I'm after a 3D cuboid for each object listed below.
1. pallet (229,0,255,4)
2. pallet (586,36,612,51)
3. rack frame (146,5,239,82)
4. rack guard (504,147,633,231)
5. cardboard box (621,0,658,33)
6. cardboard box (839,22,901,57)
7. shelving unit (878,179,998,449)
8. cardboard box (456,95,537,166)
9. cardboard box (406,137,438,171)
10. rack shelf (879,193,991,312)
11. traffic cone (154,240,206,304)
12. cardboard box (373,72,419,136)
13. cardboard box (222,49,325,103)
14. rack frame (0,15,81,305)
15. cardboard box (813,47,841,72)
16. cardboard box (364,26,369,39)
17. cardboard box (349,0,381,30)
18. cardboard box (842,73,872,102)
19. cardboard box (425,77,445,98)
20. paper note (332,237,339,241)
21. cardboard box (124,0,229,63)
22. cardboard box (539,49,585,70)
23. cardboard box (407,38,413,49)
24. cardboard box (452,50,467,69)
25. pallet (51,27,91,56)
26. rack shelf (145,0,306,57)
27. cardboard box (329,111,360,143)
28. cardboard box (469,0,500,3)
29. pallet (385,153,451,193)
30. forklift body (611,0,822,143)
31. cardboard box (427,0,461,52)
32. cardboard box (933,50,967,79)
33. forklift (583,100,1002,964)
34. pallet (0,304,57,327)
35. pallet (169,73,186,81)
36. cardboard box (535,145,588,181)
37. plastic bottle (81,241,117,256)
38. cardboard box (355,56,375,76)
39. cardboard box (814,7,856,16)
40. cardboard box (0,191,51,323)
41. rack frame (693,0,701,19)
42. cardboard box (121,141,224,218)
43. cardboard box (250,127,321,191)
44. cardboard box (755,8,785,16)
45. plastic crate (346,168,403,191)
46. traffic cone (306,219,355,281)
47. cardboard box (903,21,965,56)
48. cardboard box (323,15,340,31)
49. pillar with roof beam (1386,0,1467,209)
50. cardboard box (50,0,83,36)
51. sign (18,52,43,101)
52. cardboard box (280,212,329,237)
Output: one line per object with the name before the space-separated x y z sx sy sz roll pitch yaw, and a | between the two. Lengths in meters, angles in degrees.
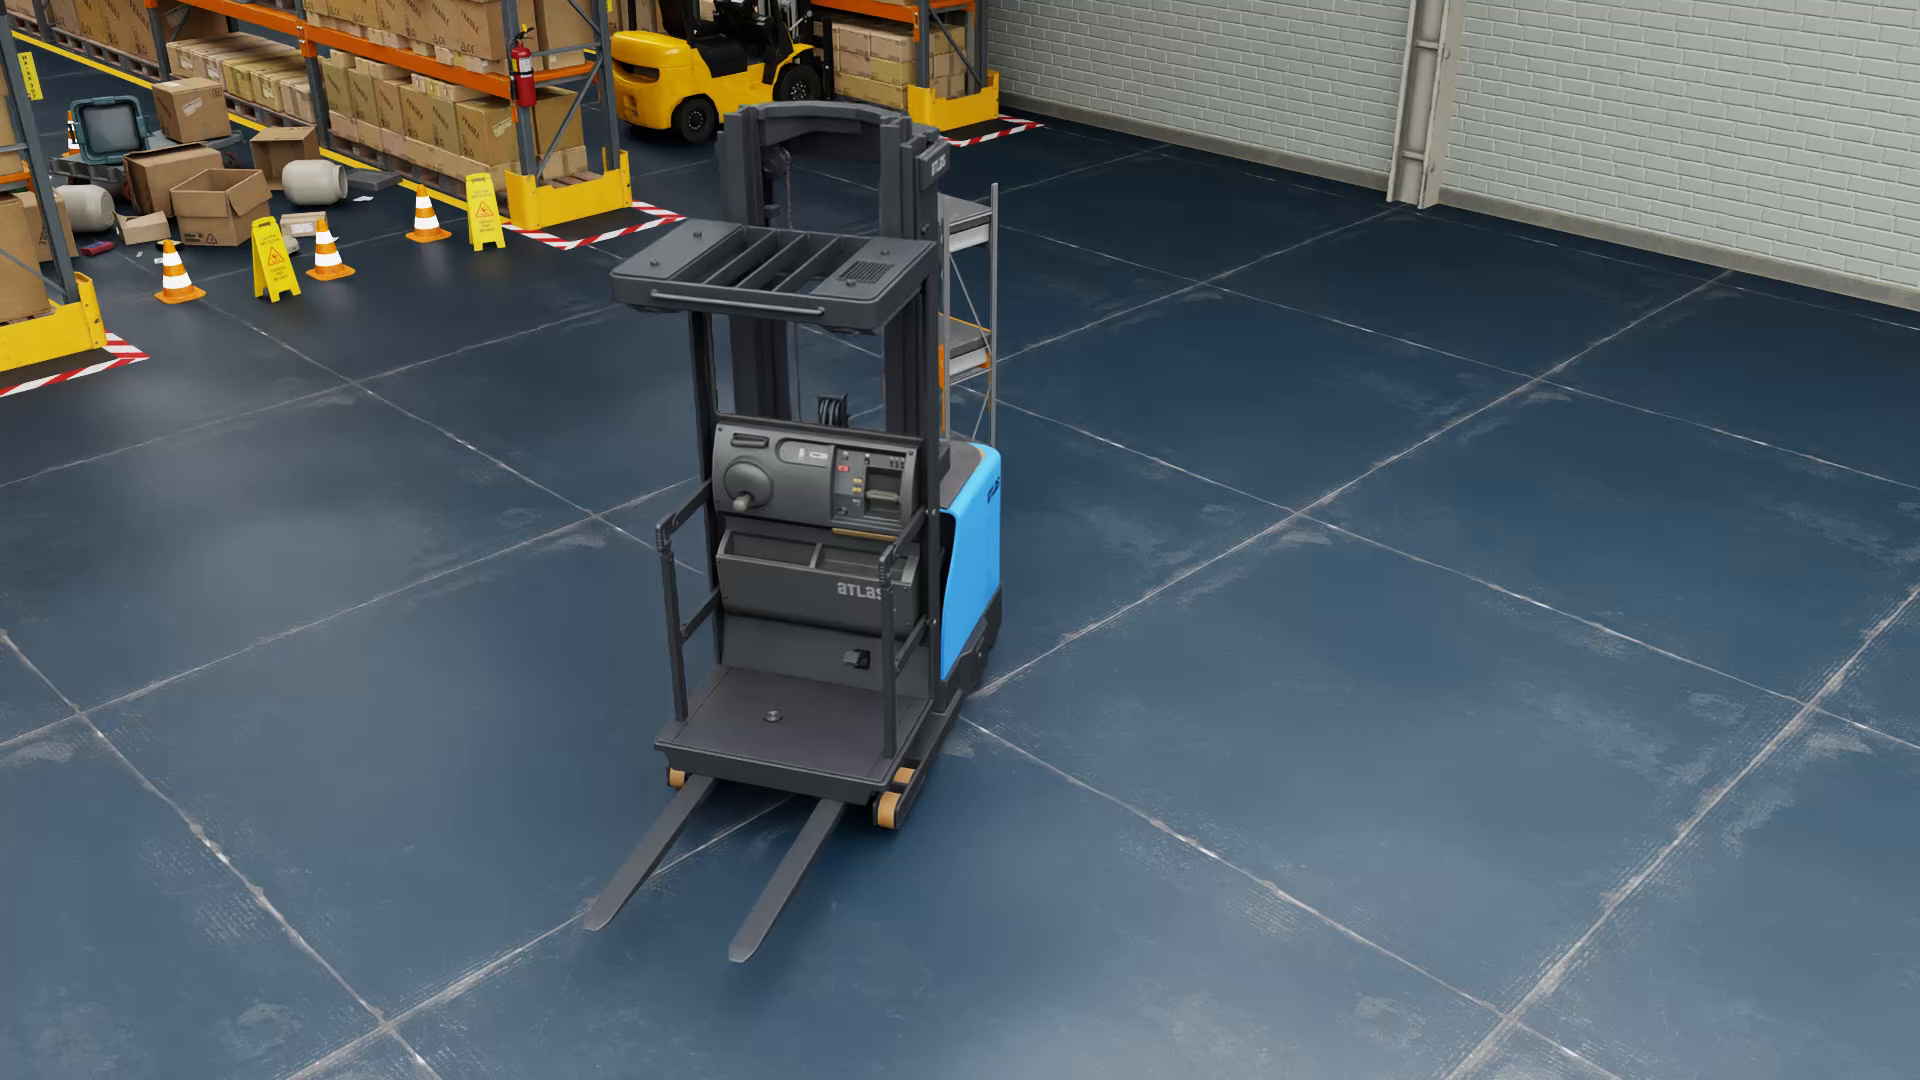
pallet | -7.827 -6.241 18.602 1.213 0.211 1.003 25 36 38
pallet | -4.365 -6.693 22.252 1.213 0.211 1.003 25 36 38
rack frame | -9.267 -6.958 19.760 0.127 3.000 1.000 25 36 38
rack guard | -3.617 -3.266 15.425 0.348 0.500 1.175 25 36 38
cardboard box | -3.866 -6.859 21.671 0.625 0.625 0.875 24 36 38
cardboard box | -1.001 -5.619 18.642 0.500 0.250 0.500 -25 36 -38
shelving unit | -0.118 -0.983 9.364 0.503 2.100 0.431 25 36 38
cardboard box | -4.317 -3.824 15.496 0.500 0.500 0.500 25 37 39
cardboard box | -5.069 -3.832 16.318 0.500 0.250 0.500 23 35 37
rack shelf | -0.118 -1.591 9.045 0.480 0.518 0.431 25 36 38
traffic cone | -6.344 -2.194 13.425 0.334 0.463 0.336 25 36 38
cardboard box | -5.425 -4.331 16.462 0.500 0.500 0.500 -23 35 -37
cardboard box | -7.803 -5.306 18.990 0.950 0.372 0.625 -24 36 -38
rack frame | -6.961 -2.672 11.609 0.127 3.000 1.000 25 36 38
cardboard box | -1.385 -5.570 19.087 0.500 0.250 0.500 24 36 37
cardboard box | -5.624 -5.022 16.348 0.250 0.149 0.380 24 36 38
cardboard box | -5.574 -5.269 16.120 0.500 0.500 0.500 24 36 38
cardboard box | -0.990 -5.179 18.880 0.500 0.250 0.500 25 36 38
cardboard box | -4.803 -4.291 15.689 0.380 0.149 0.250 -25 36 -38
paper note | -5.632 -2.682 14.817 0.142 0.019 0.148 12 30 22
cardboard box | -9.702 -6.457 20.638 0.875 0.875 0.875 24 36 38
cardboard box | -3.660 -4.416 15.196 0.250 0.149 0.380 25 37 39
cardboard box | -5.056 -4.793 15.912 0.250 0.149 0.380 25 36 38
cardboard box | -4.406 -4.424 15.211 0.250 0.149 0.380 24 36 38
pallet | -11.517 -6.802 22.460 1.213 0.211 1.003 25 36 38
rack shelf | -7.841 -5.987 18.687 4.000 0.370 1.077 25 36 38
cardboard box | -6.184 -4.340 17.284 0.500 0.250 0.500 23 35 36
cardboard box | -4.080 -5.061 14.650 0.500 0.500 0.700 24 36 37
pallet | -5.037 -3.813 16.775 1.213 0.211 1.003 25 36 38
forklift body | -2.717 -5.634 18.154 1.214 2.155 2.313 25 36 38
cardboard box | -4.497 -4.774 15.180 0.500 0.500 0.500 25 36 38
cardboard box | -0.275 -5.409 18.780 0.500 0.250 0.500 -25 36 -38
forklift | -0.697 -0.230 7.038 1.130 2.935 3.031 8 29 15
pallet | -7.586 -1.673 12.705 1.213 0.211 1.003 25 36 38
pallet | -8.711 -5.469 19.923 1.213 0.211 1.003 25 36 38
cardboard box | -3.944 -3.672 16.013 0.500 0.250 0.500 24 36 38
plastic bottle | -7.532 -2.562 14.556 0.133 0.061 0.283 12 30 22
cardboard box | -5.769 -4.731 16.525 0.380 0.149 0.250 -24 36 -37
cardboard box | -1.364 -6.126 19.605 0.500 0.250 0.500 24 36 37
cardboard box | -7.491 -2.117 12.385 0.875 0.875 0.875 25 37 39
rack frame | -2.938 -7.302 20.413 0.127 3.000 1.000 25 36 38
cardboard box | -7.263 -3.338 15.412 0.503 0.637 0.797 25 36 38
cardboard box | -6.605 -3.747 16.335 0.500 0.500 0.500 -3 28 -5
cardboard box | -2.092 -6.122 19.599 0.500 0.250 0.500 -24 36 -38
plastic crate | -5.870 -3.576 16.466 0.583 0.080 0.402 12 30 22
traffic cone | -5.310 -2.458 13.927 0.334 0.463 0.336 25 36 38
cardboard box | -0.296 -5.627 18.658 0.500 0.250 0.500 24 36 38
cardboard box | -6.199 -5.267 16.815 0.380 0.149 0.250 -24 36 -38
pillar with roof beam | 1.310 -5.792 11.095 0.400 9.000 9.100 25 36 38
cardboard box | -11.621 -7.333 22.305 0.875 0.875 0.875 -24 36 -38
sign | -6.568 -3.273 11.736 0.005 0.325 0.100 25 36 38
cardboard box | -5.913 -2.843 14.997 0.380 0.149 0.250 -7 29 -14
